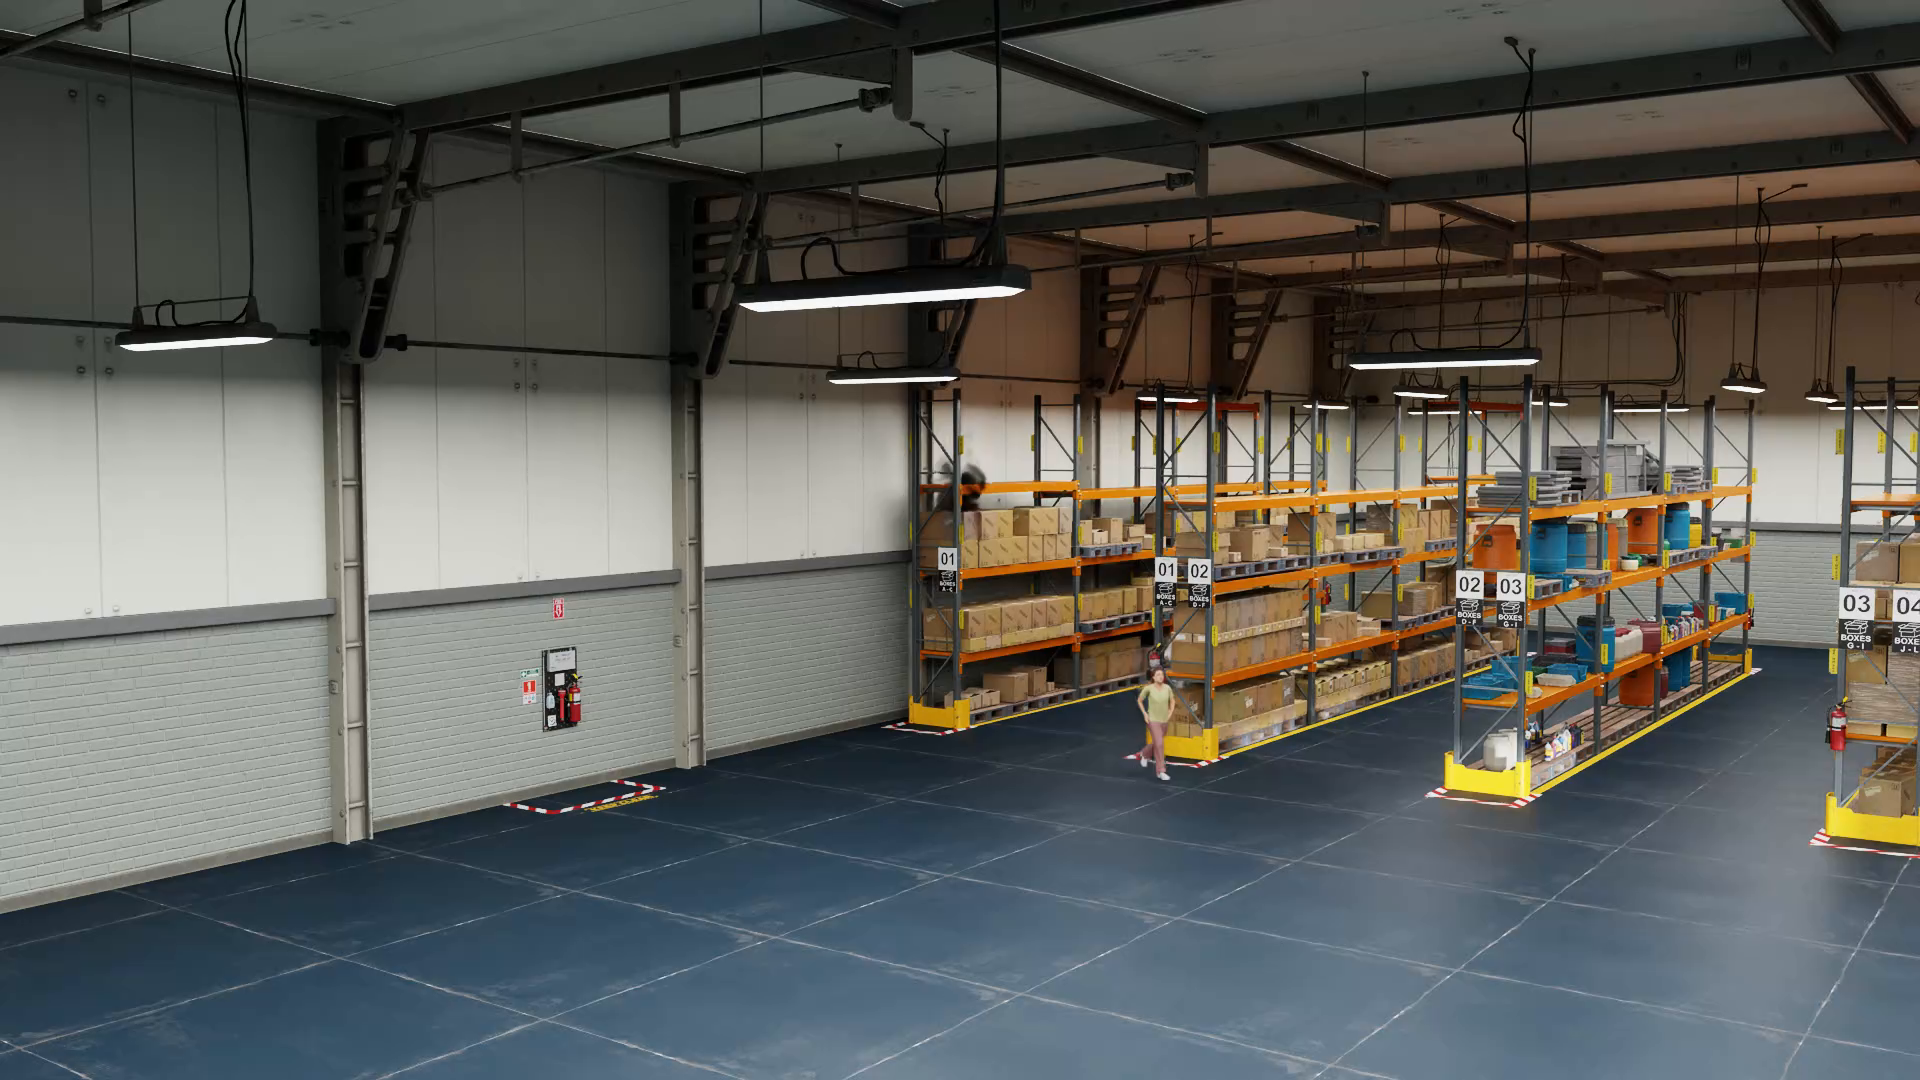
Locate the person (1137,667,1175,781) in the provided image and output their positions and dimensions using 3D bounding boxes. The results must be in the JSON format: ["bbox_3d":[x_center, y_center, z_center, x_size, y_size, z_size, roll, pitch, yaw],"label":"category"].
[{"bbox_3d":[2.973,2.742,25.046,0.581,1.635,0.882,-1,3,-18],"label":"person"}]

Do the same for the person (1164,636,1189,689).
[{"bbox_3d":[4.045,2.381,30.587,0.706,1.753,0.679,2,4,37],"label":"person"}]
